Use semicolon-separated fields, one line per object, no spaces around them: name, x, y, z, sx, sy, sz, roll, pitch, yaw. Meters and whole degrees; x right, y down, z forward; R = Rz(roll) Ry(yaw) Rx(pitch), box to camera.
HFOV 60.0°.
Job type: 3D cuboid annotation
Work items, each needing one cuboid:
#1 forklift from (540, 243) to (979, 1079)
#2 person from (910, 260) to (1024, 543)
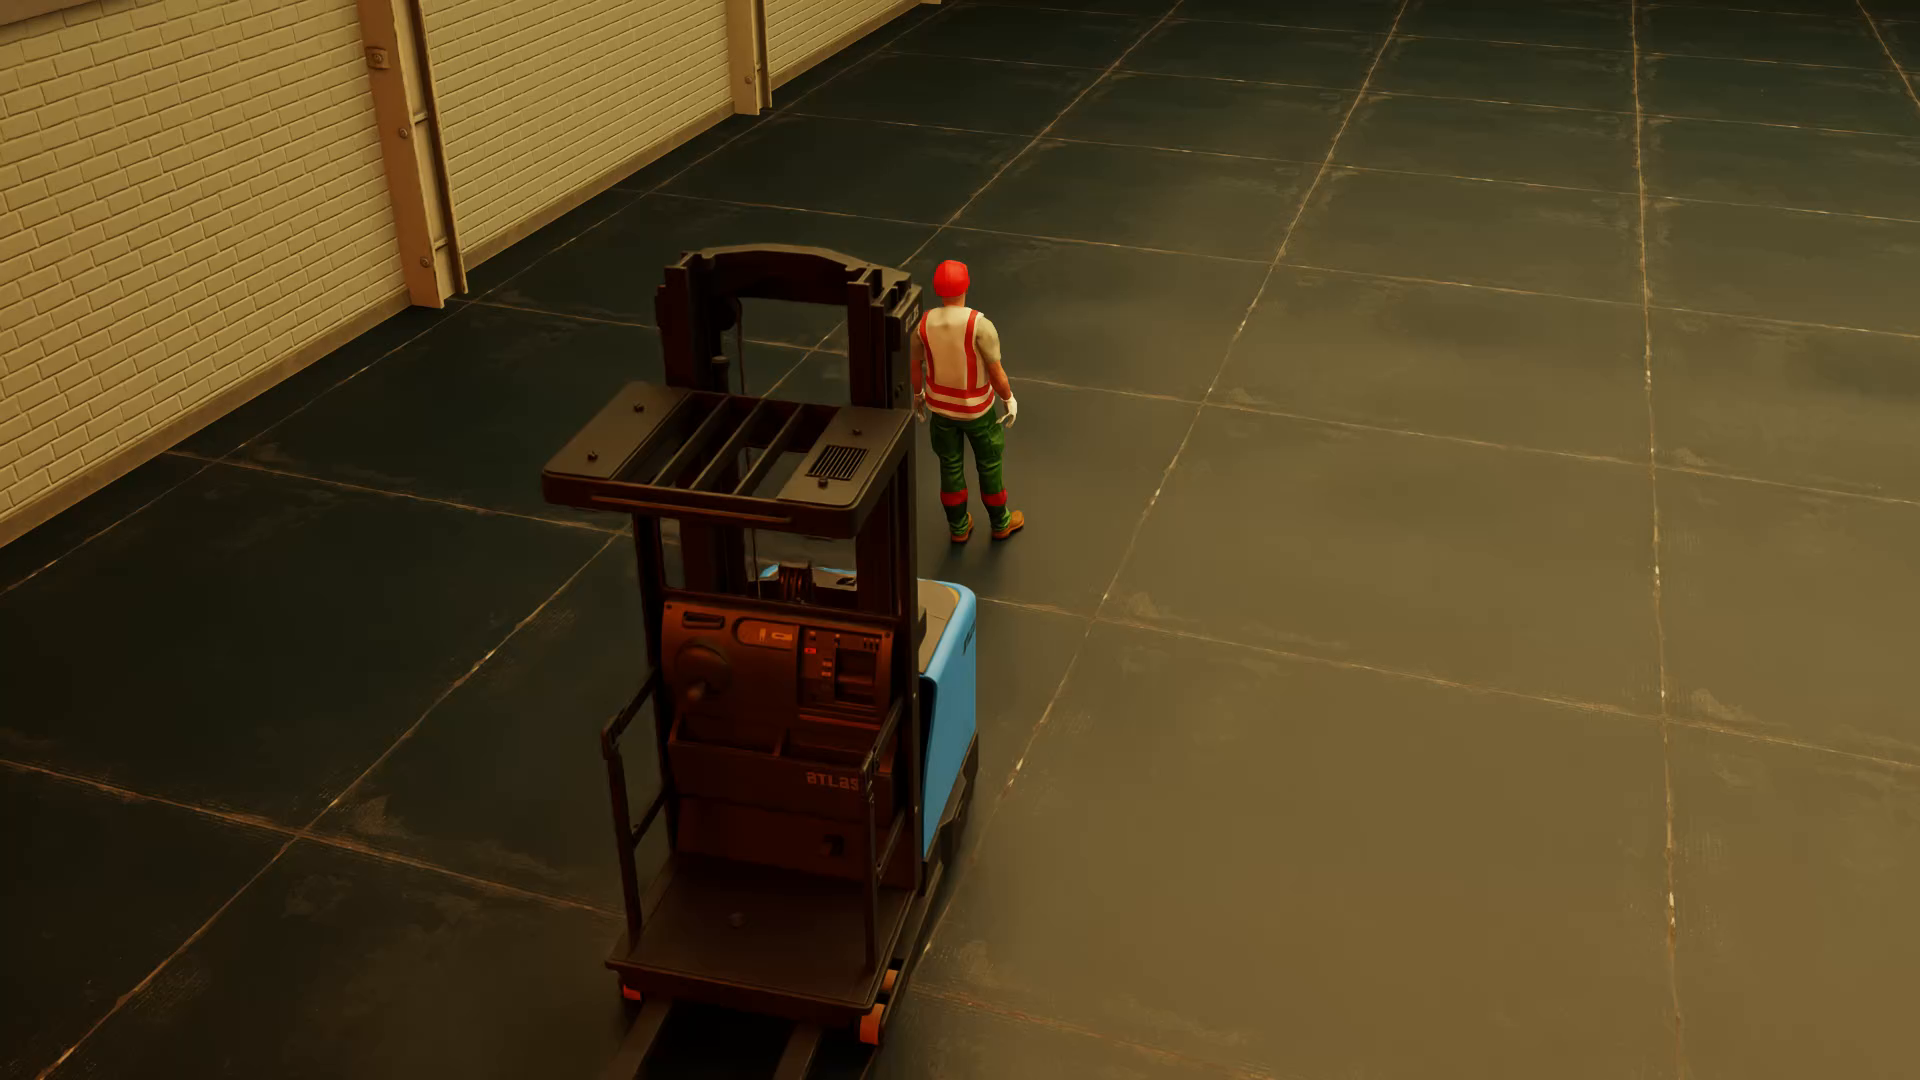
forklift;-0.757;0.516;6.232;1.130;2.935;3.031;7;30;12
person;0.038;-0.819;9.711;0.637;1.787;0.564;10;31;16
